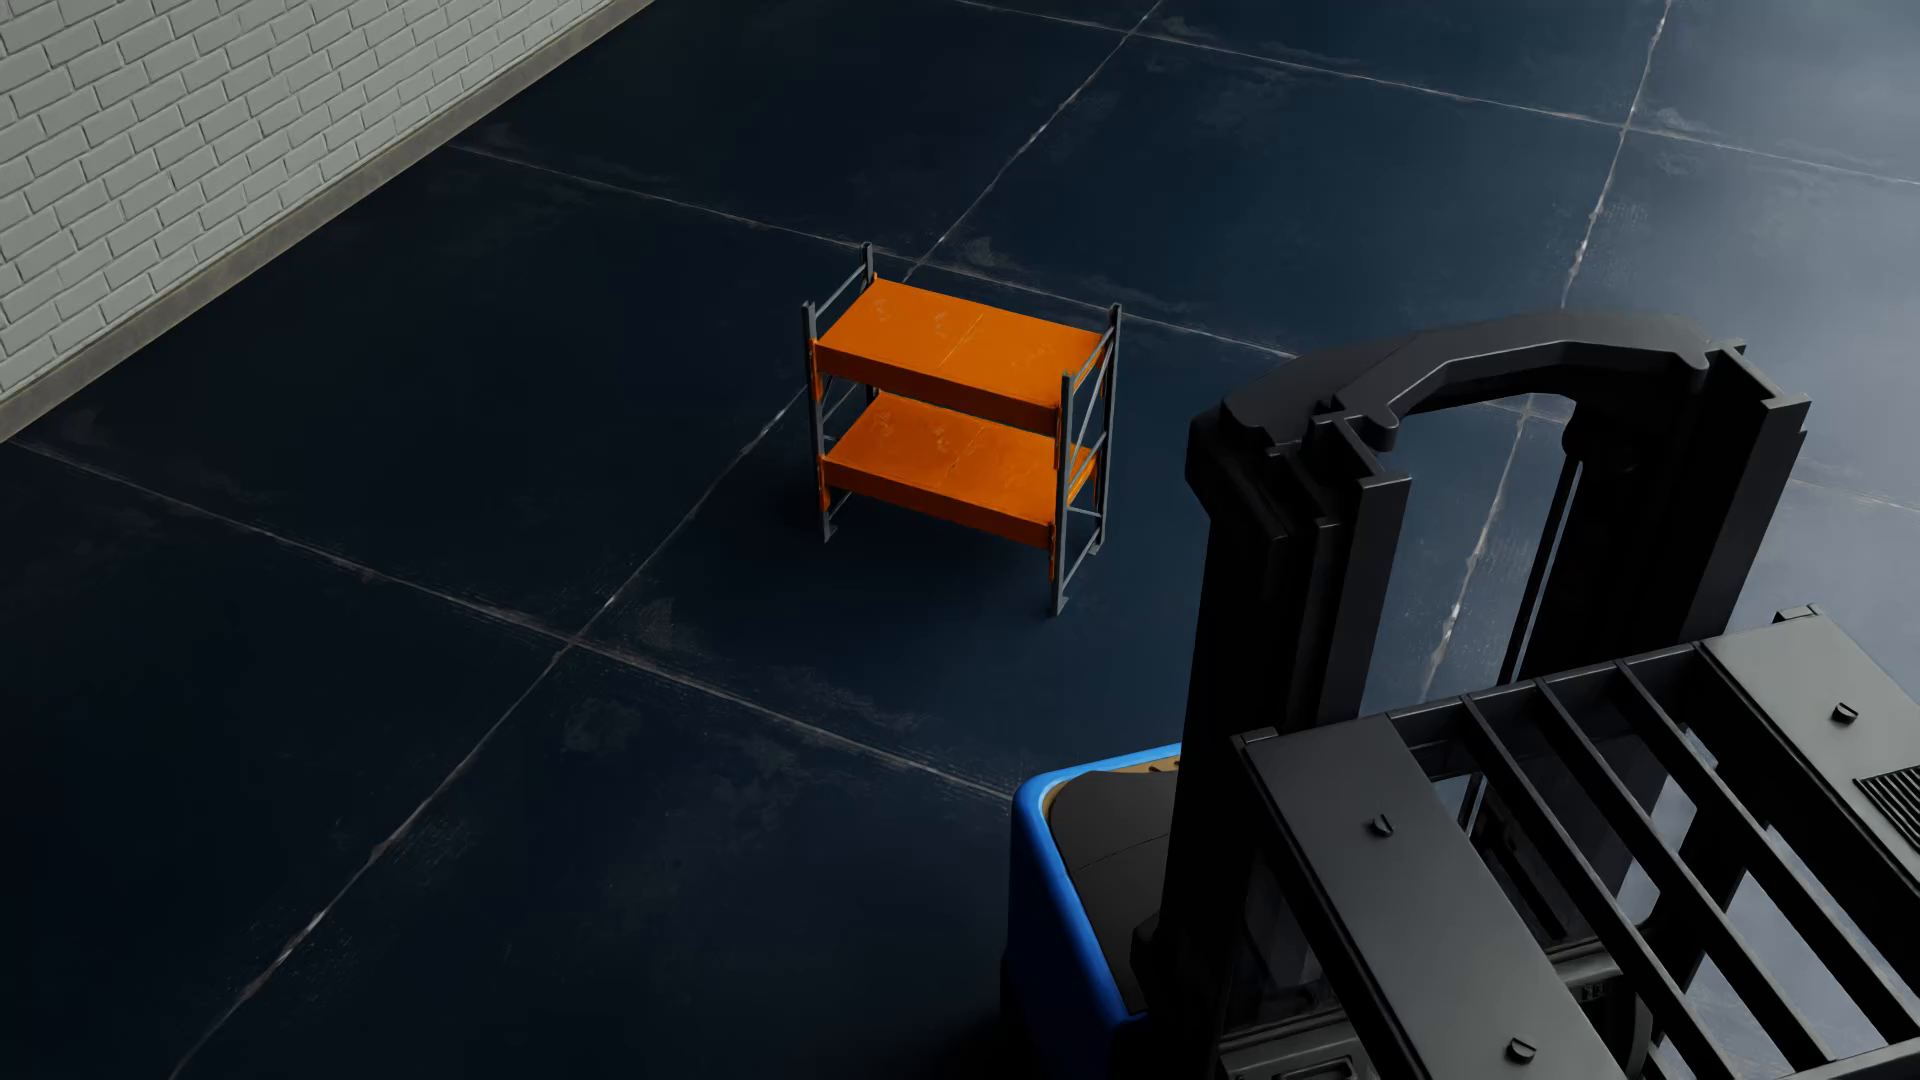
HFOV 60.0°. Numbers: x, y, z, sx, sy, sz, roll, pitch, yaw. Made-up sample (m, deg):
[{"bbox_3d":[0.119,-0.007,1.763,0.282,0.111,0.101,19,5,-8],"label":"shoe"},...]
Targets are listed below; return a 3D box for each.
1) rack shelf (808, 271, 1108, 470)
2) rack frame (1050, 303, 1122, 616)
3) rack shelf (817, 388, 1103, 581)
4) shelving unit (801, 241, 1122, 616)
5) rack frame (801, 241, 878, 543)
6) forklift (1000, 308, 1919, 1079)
[{"bbox_3d":[0.006,-0.644,6.188,1.000,0.278,0.538,17,44,19],"label":"rack shelf"},{"bbox_3d":[0.467,-0.282,6.217,0.032,1.125,0.500,17,44,19],"label":"rack frame"},{"bbox_3d":[0.006,-0.238,6.540,1.000,0.278,0.538,17,44,19],"label":"rack shelf"},{"bbox_3d":[0.006,-0.423,6.379,1.048,1.125,0.538,17,44,19],"label":"shelving unit"},{"bbox_3d":[-0.455,-0.564,6.542,0.032,1.125,0.500,17,44,19],"label":"rack frame"},{"bbox_3d":[1.024,1.174,3.158,1.130,2.935,3.031,-11,42,-12],"label":"forklift"}]
